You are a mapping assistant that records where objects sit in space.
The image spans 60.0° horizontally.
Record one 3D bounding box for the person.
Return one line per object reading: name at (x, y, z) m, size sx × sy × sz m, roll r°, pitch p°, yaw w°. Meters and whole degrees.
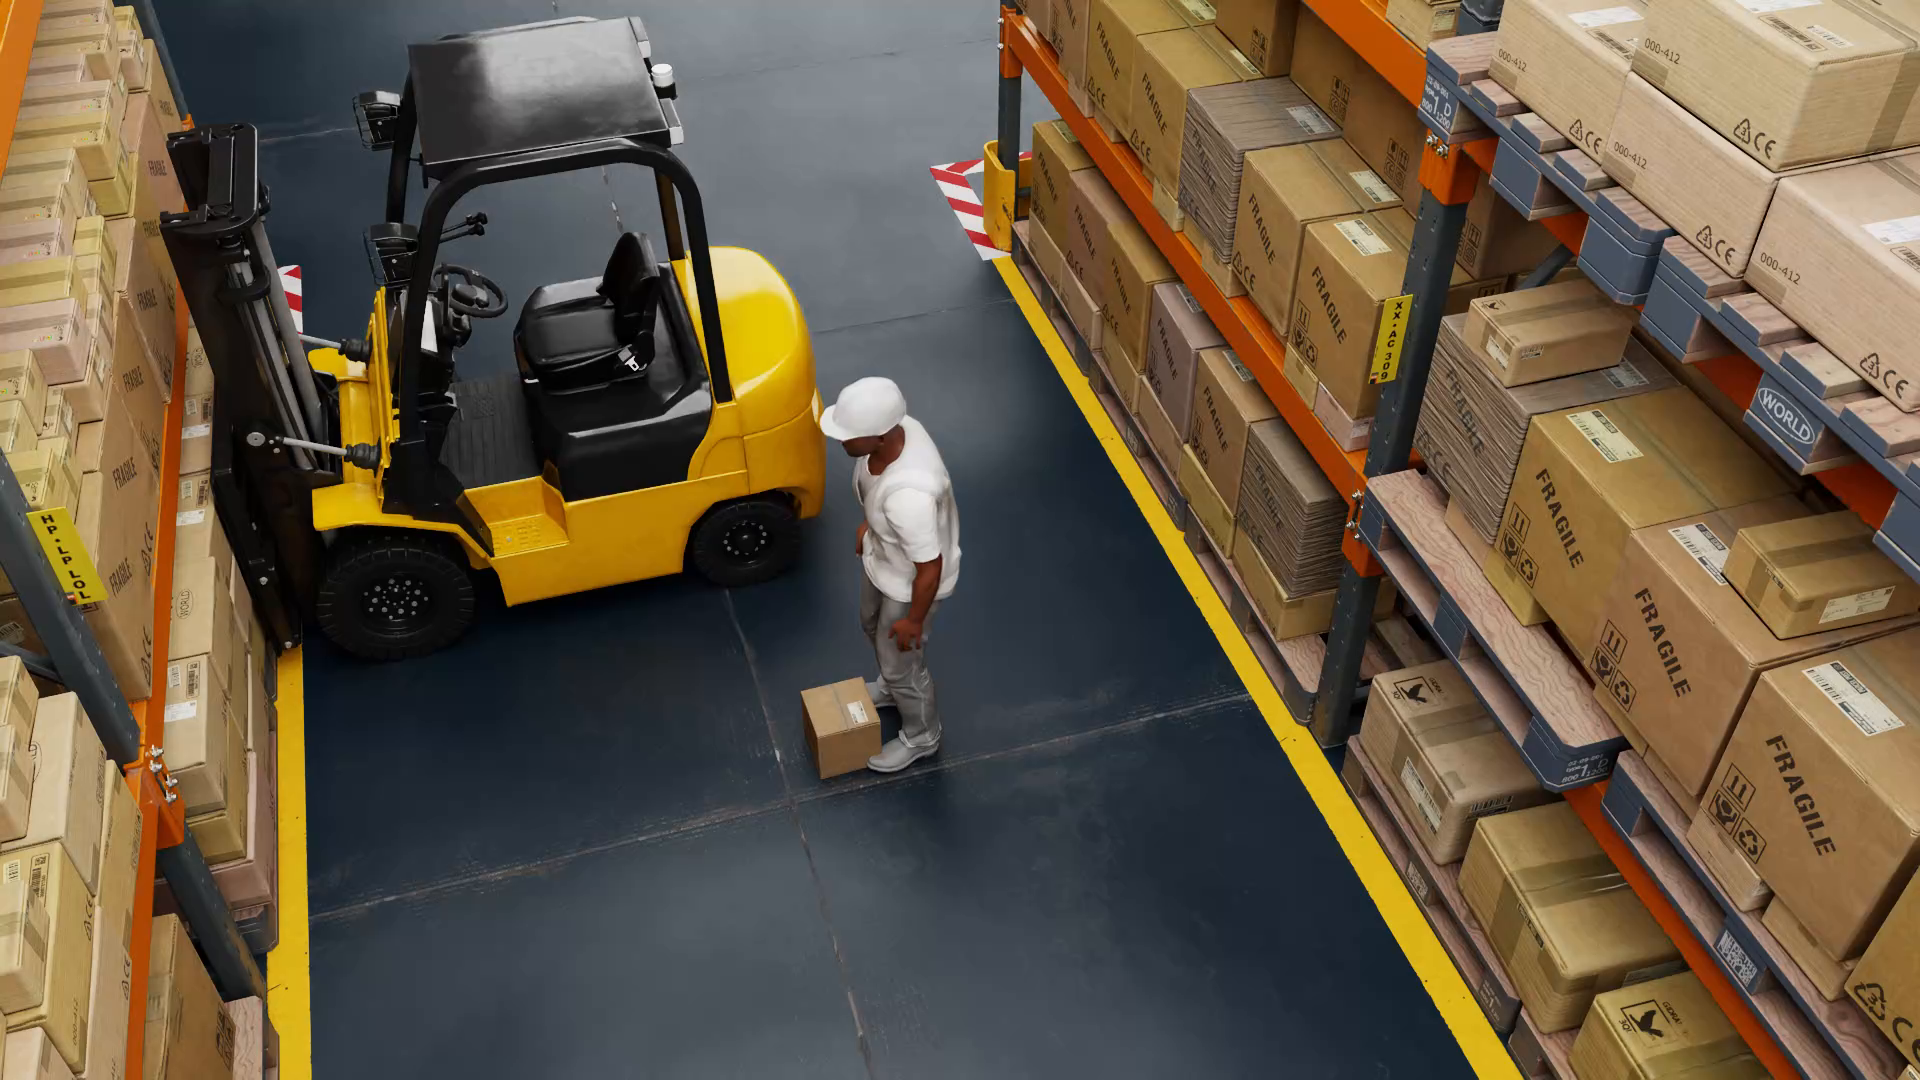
person at (-0.245, 0.111, 6.023) m, size 0.461 × 1.760 × 0.626 m, roll -12°, pitch 43°, yaw -13°
